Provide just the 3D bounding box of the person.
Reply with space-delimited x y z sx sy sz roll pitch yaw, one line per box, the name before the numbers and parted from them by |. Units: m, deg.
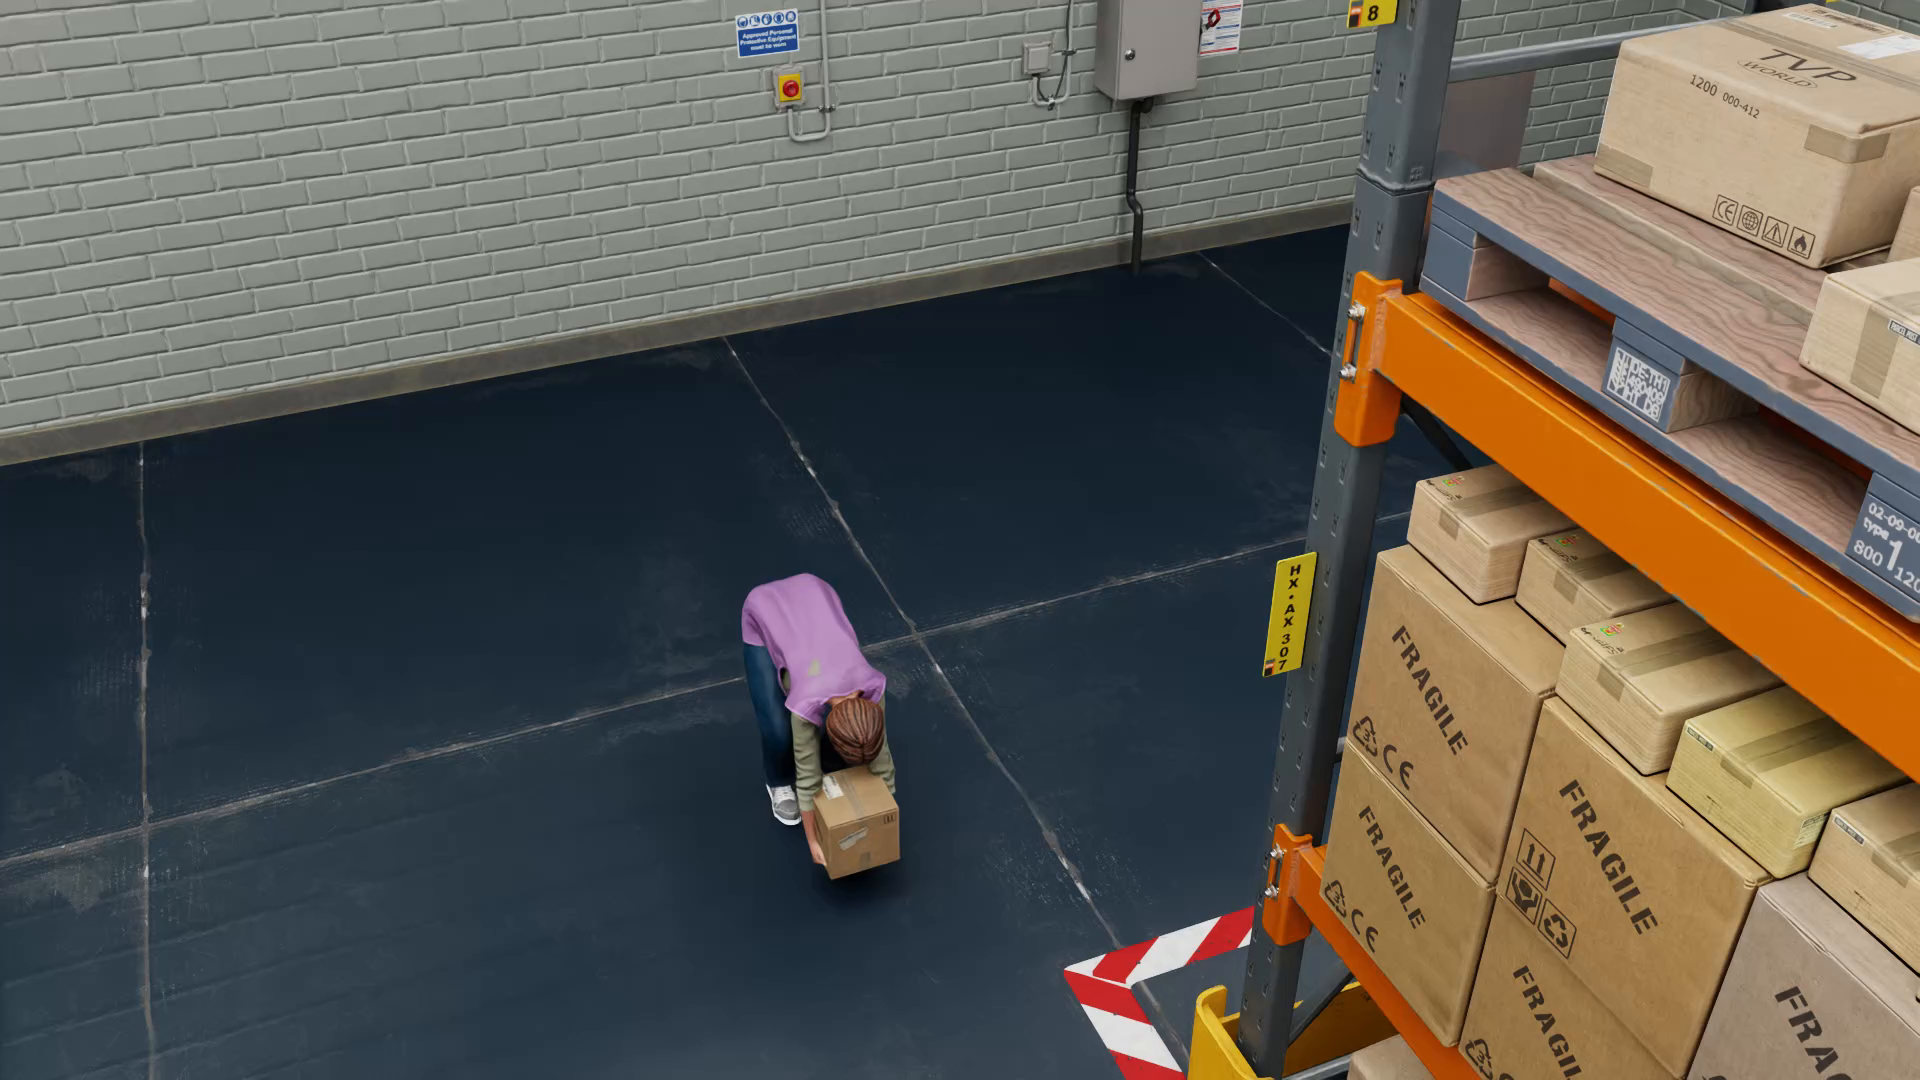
person | -0.472 0.660 5.768 0.400 0.929 0.870 -15 37 -21
